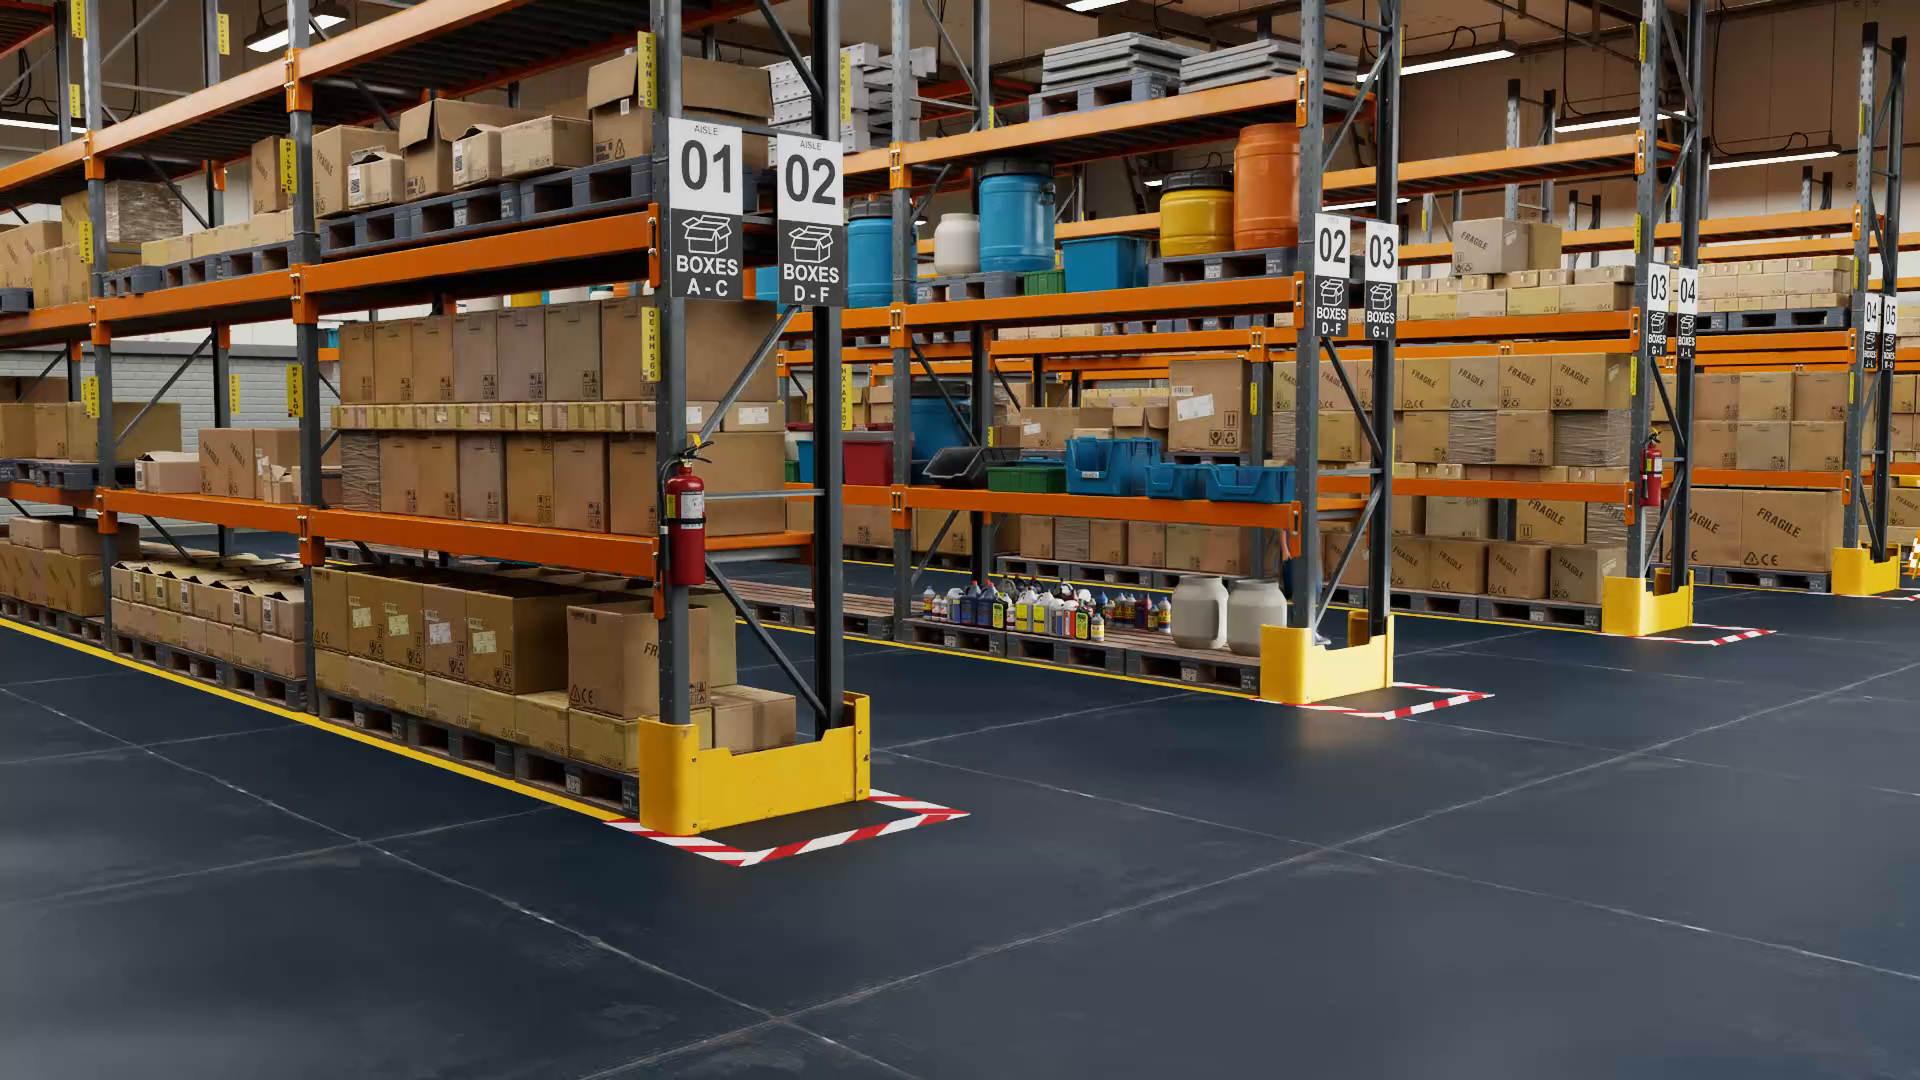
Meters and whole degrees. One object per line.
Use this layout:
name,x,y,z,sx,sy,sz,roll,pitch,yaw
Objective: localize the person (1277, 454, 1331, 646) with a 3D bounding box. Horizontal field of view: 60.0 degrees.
person,2.735,0.067,13.665,0.418,1.564,0.738,-3,5,-34
